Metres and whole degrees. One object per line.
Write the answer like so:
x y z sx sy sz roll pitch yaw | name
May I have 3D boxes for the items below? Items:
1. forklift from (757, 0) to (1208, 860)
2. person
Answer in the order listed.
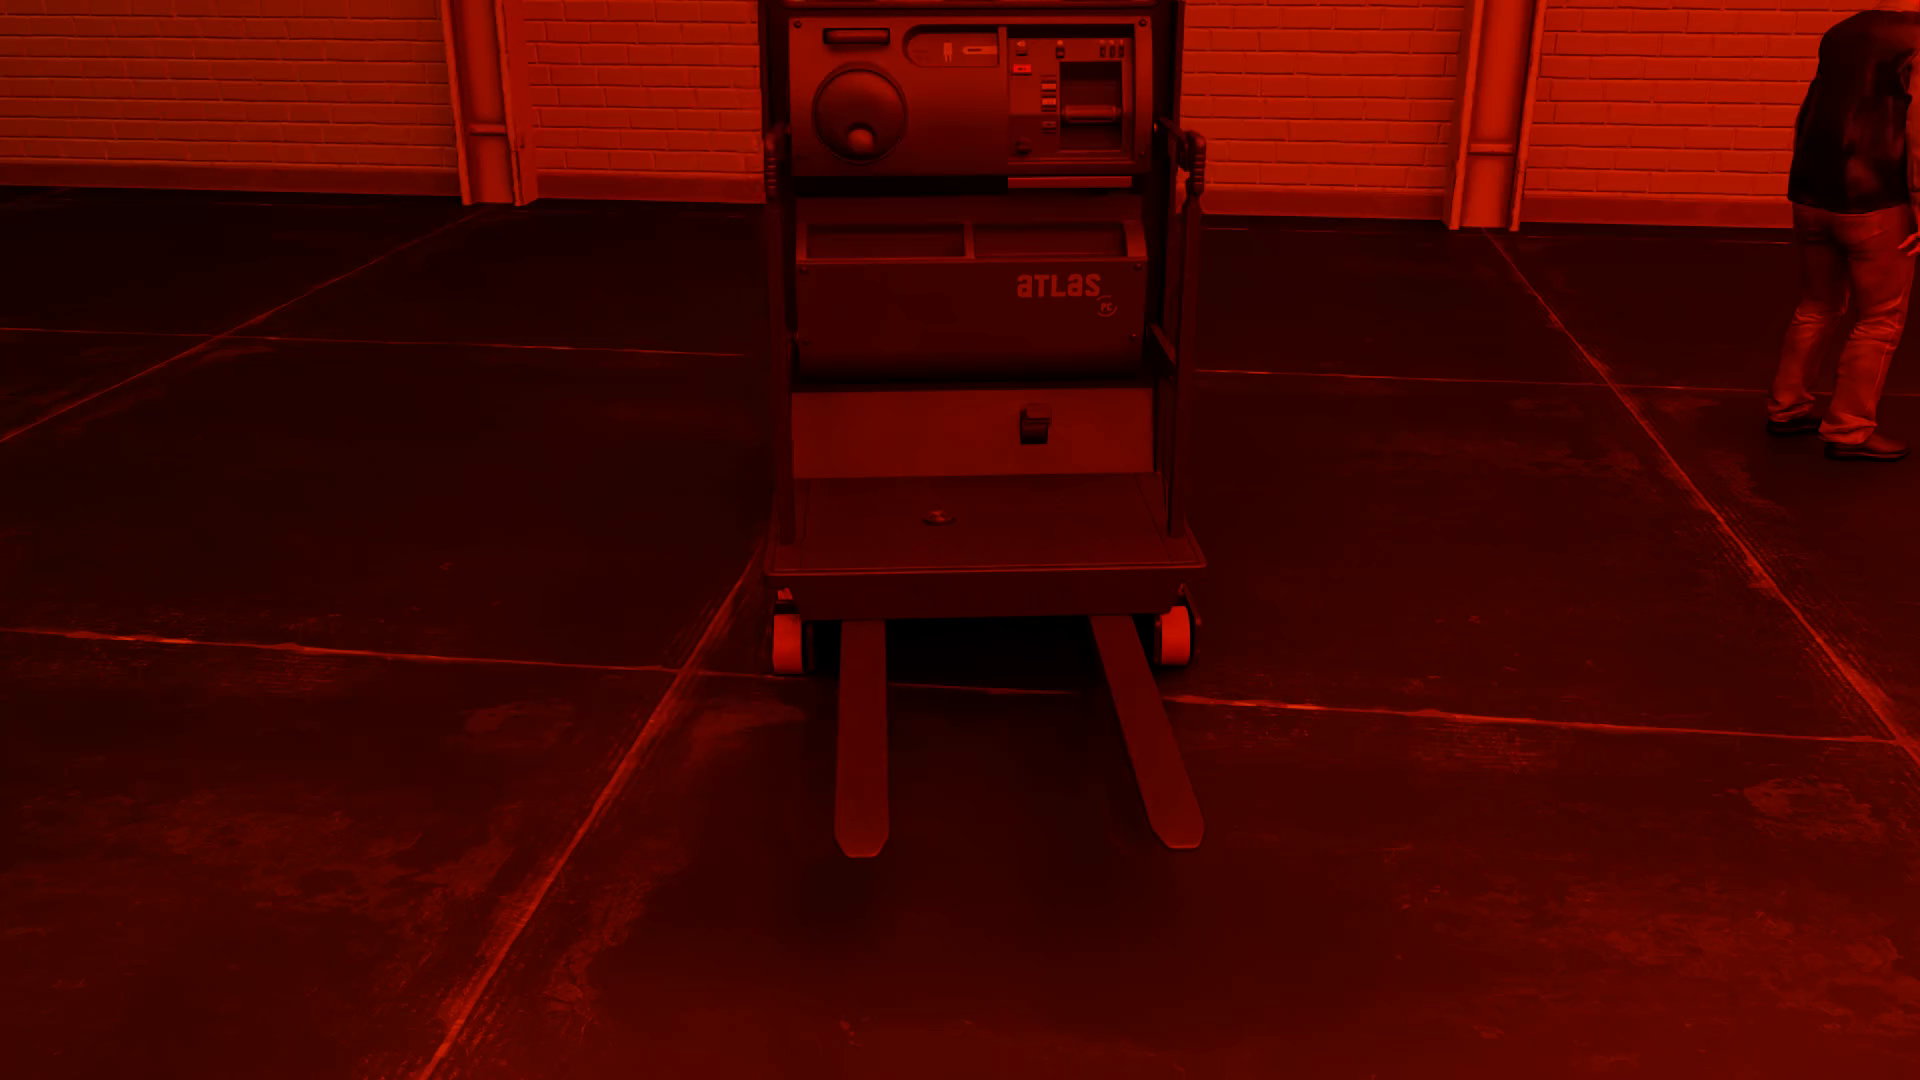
0.042 -1.131 4.062 1.130 2.935 3.031 -1 22 -3 | forklift
3.107 -1.159 5.755 0.424 1.719 0.579 -7 23 -17 | person
